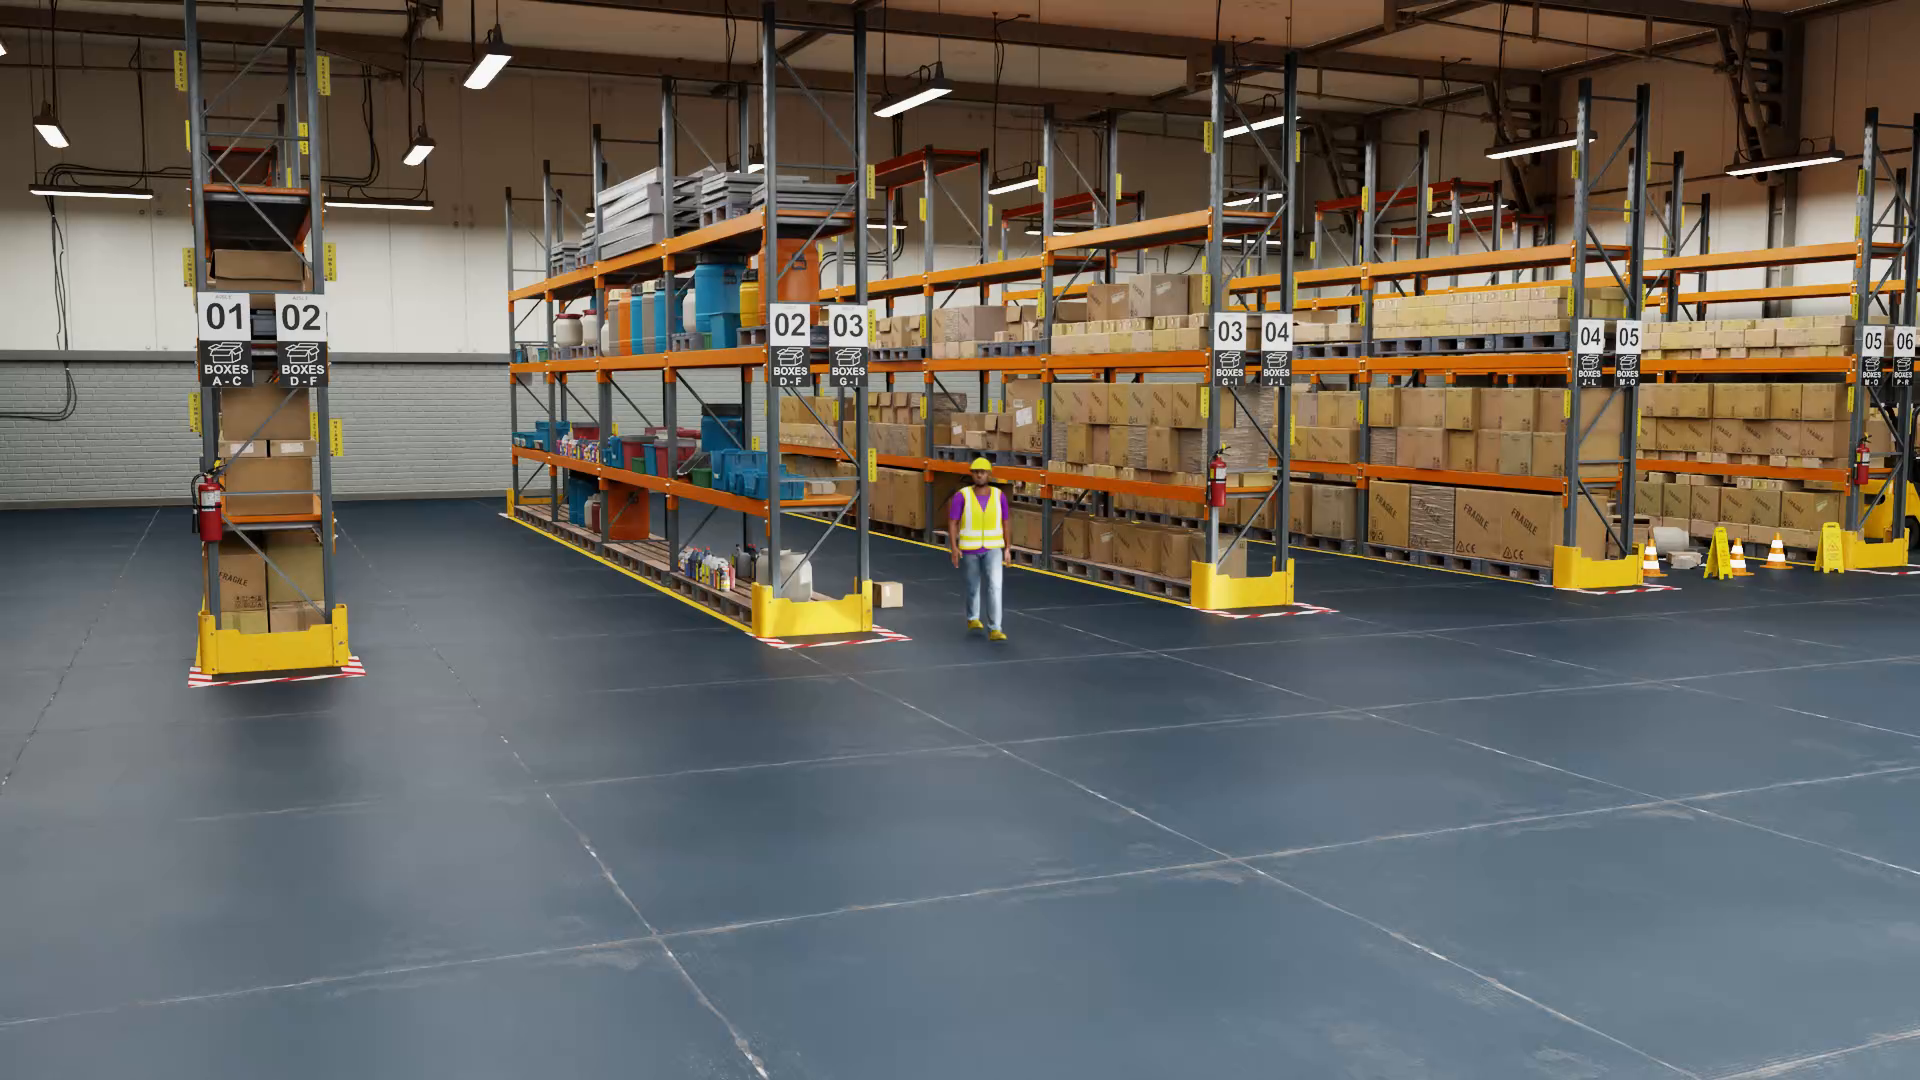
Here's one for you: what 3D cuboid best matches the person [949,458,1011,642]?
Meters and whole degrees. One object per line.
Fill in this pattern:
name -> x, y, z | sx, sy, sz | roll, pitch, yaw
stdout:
person -> 0.201, 0.084, 15.773 | 0.612, 1.726, 1.015 | 0, 5, -5
